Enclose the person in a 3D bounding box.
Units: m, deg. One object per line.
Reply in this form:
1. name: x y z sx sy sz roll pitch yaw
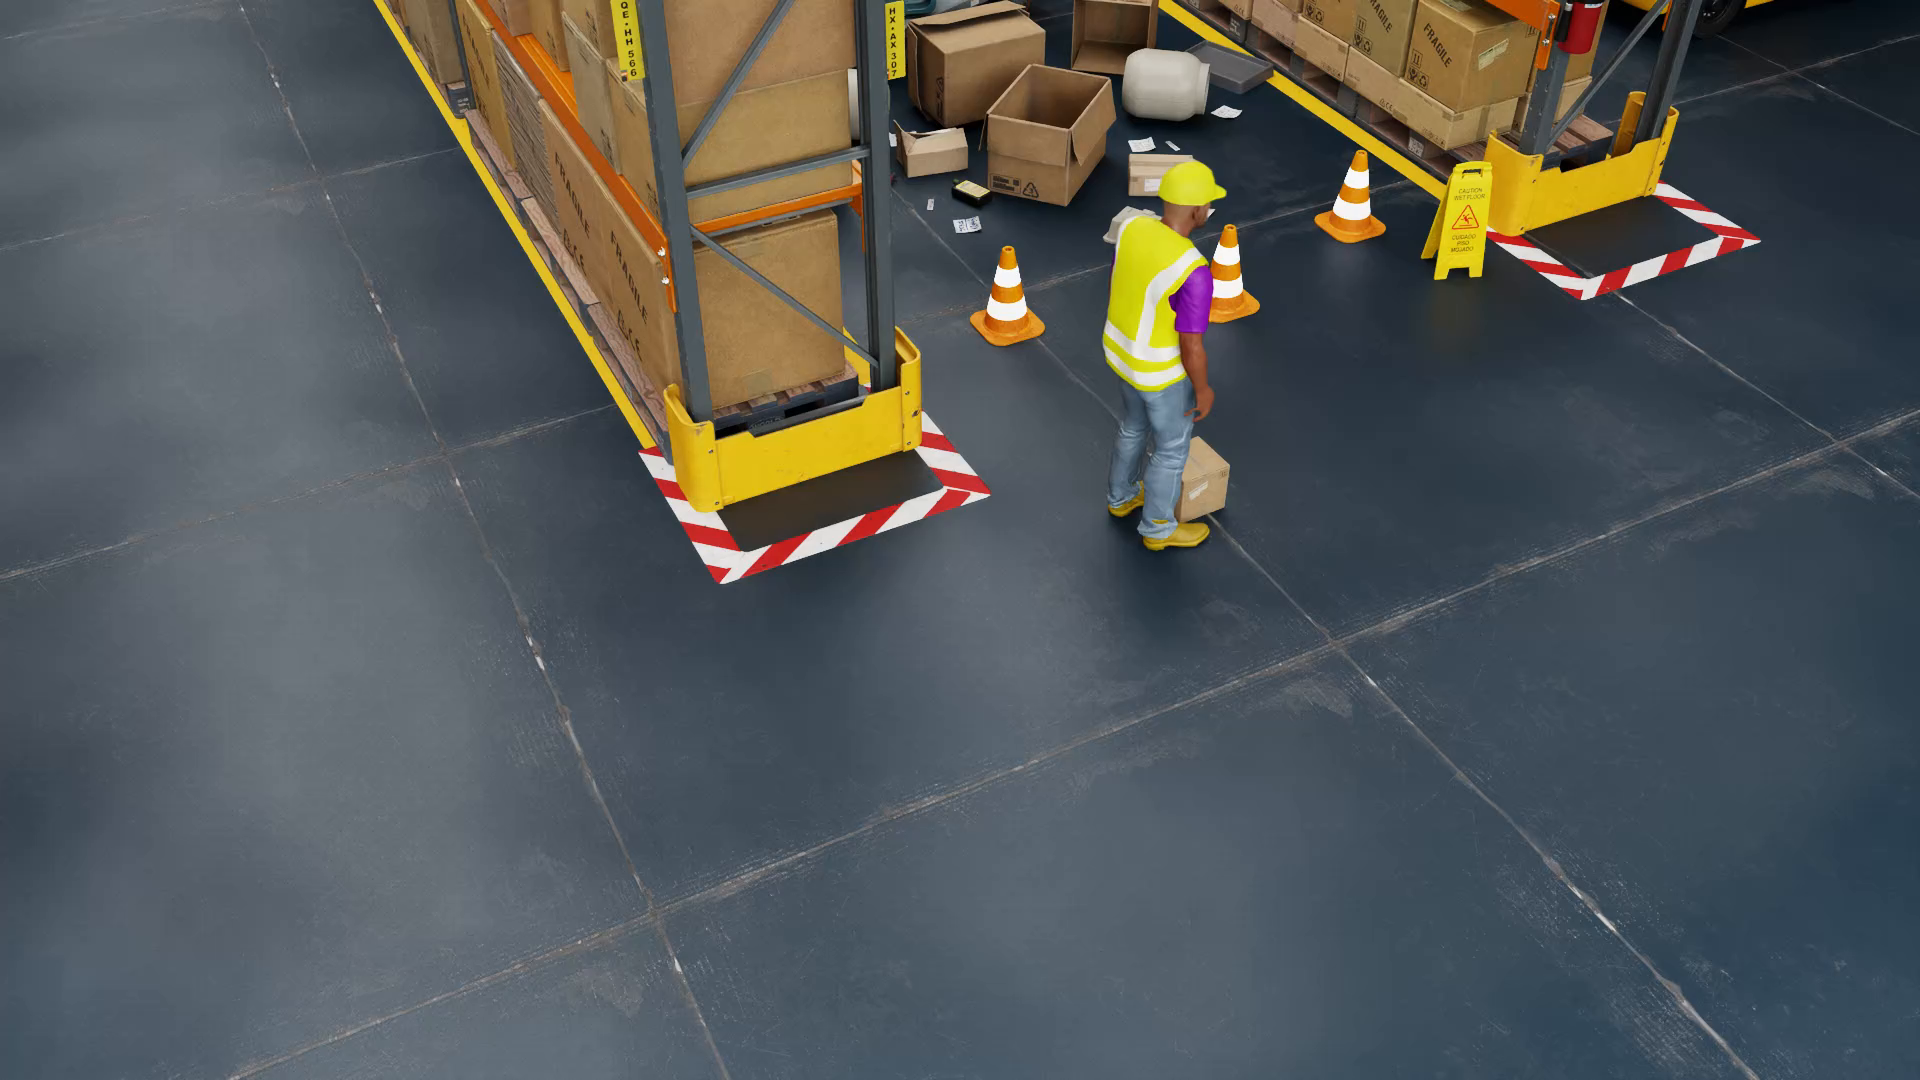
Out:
1. person: 0.855 -0.770 7.032 0.462 1.757 0.635 -20 45 -21
